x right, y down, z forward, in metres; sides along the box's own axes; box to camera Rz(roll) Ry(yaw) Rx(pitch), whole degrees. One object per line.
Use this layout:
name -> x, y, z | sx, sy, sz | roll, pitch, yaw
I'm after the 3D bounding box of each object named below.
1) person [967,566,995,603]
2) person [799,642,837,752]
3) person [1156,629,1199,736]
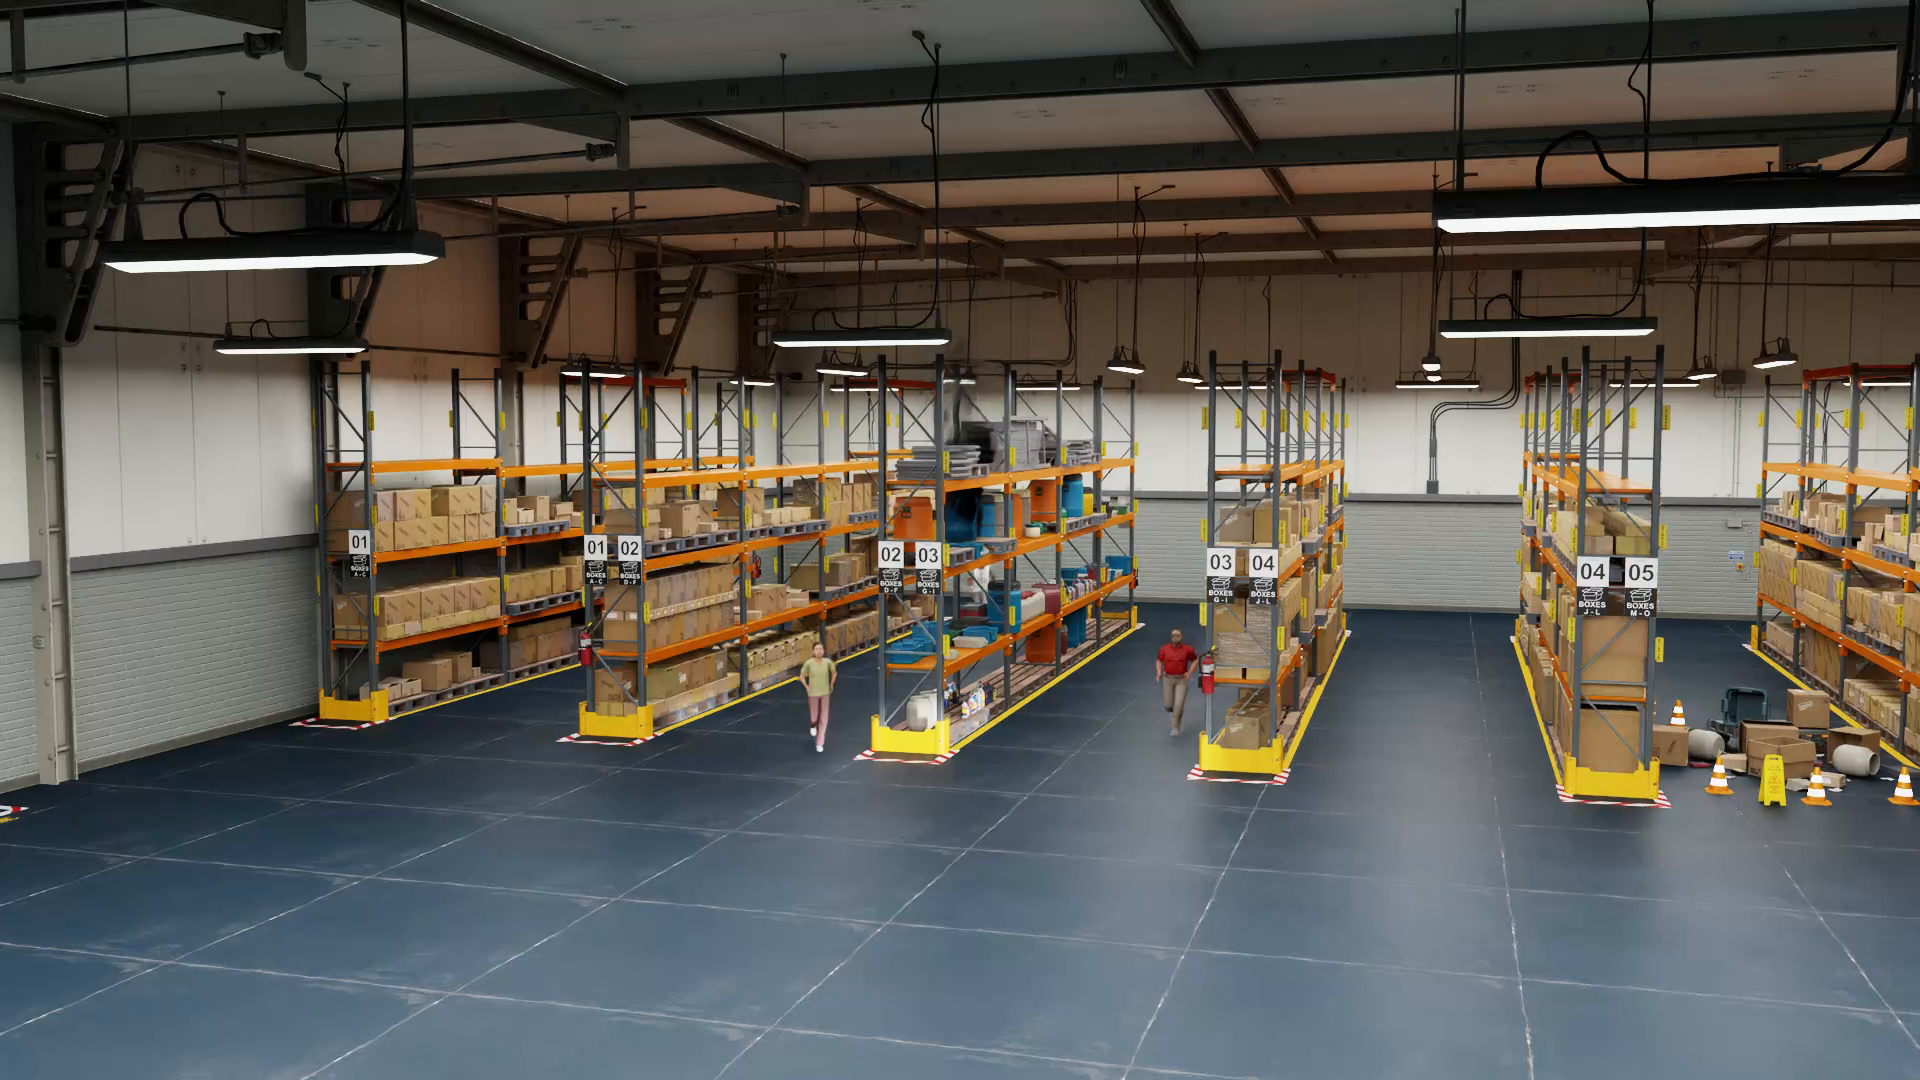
person -> 0.517, 1.241, 40.545 | 0.673, 1.761, 0.845 | 0, 4, -1
person -> -2.163, 2.380, 25.488 | 0.588, 1.656, 0.738 | -1, 4, -12
person -> 3.488, 2.271, 26.731 | 0.676, 1.699, 0.639 | 1, 4, 14
